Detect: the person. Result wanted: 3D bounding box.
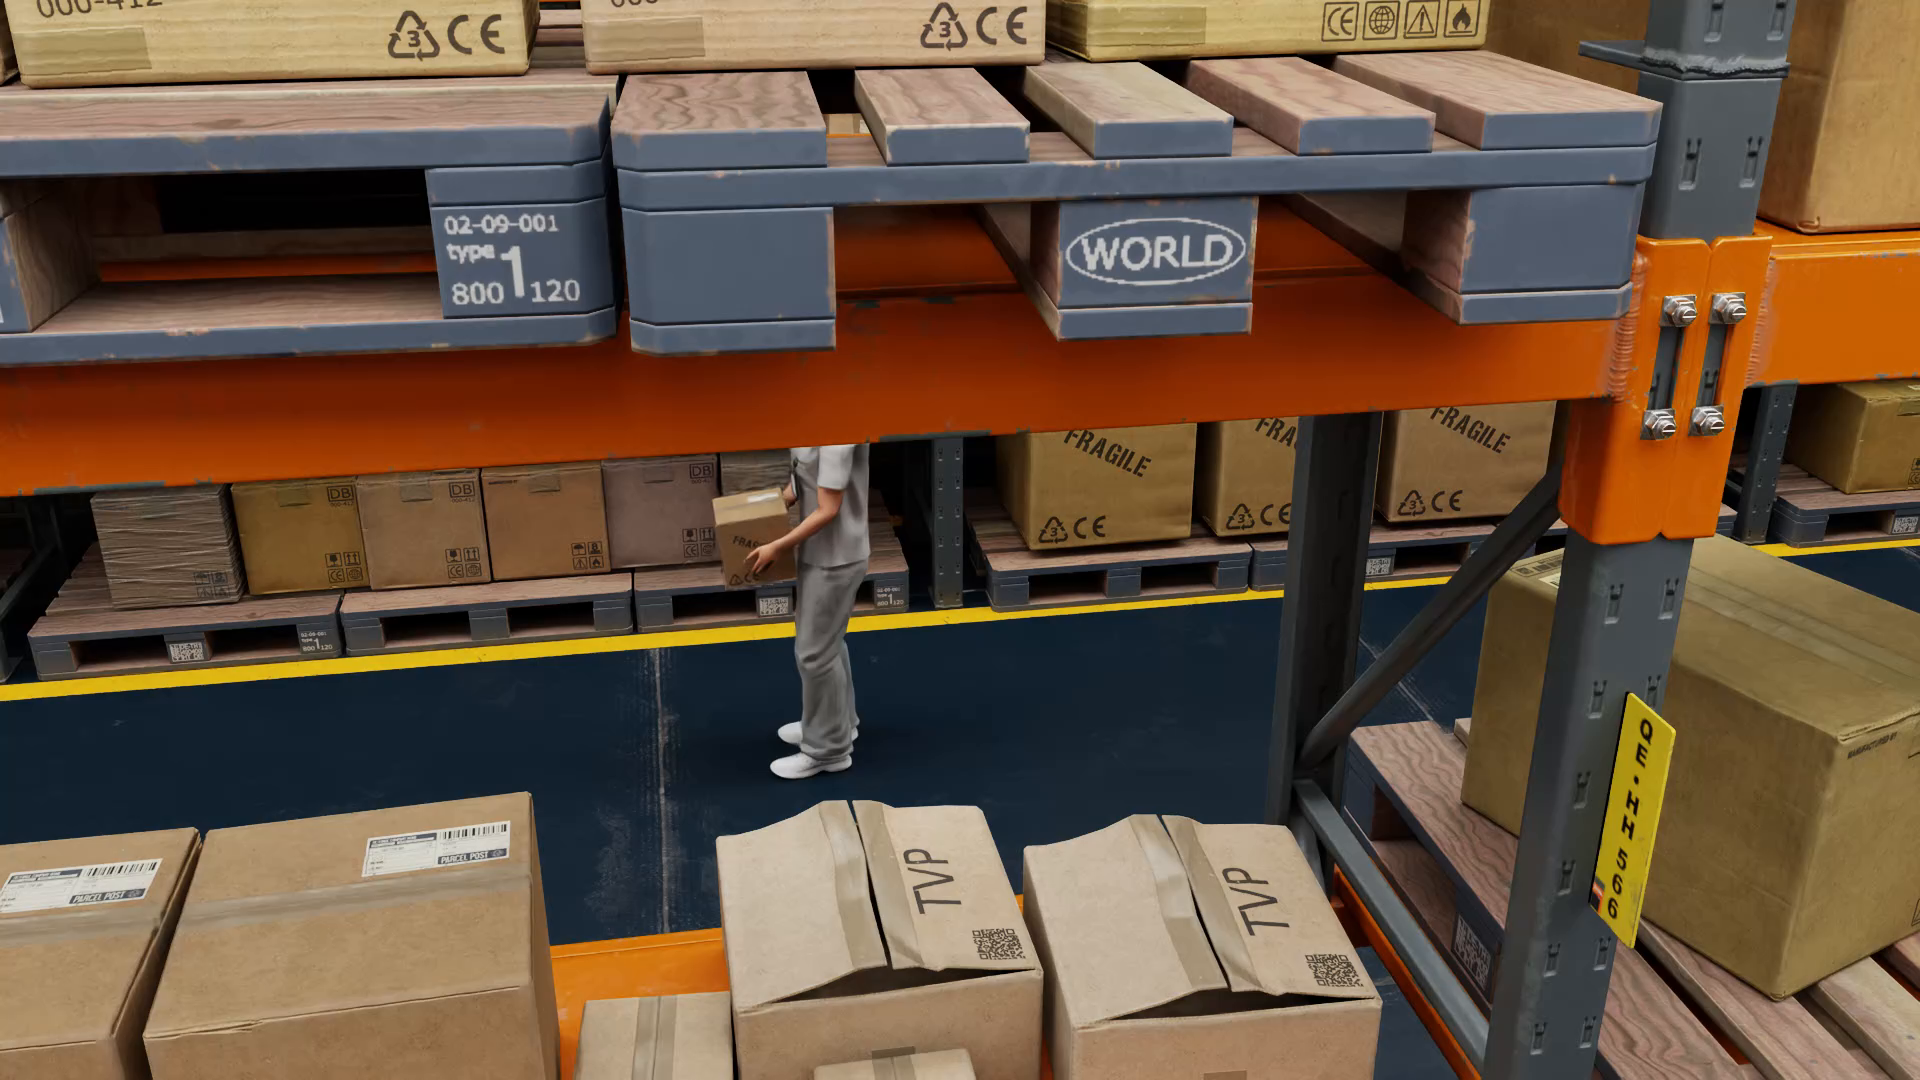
[{"bbox_3d":[-0.529,0.059,5.961,0.490,1.675,0.463,-5,24,-10],"label":"person"}]
